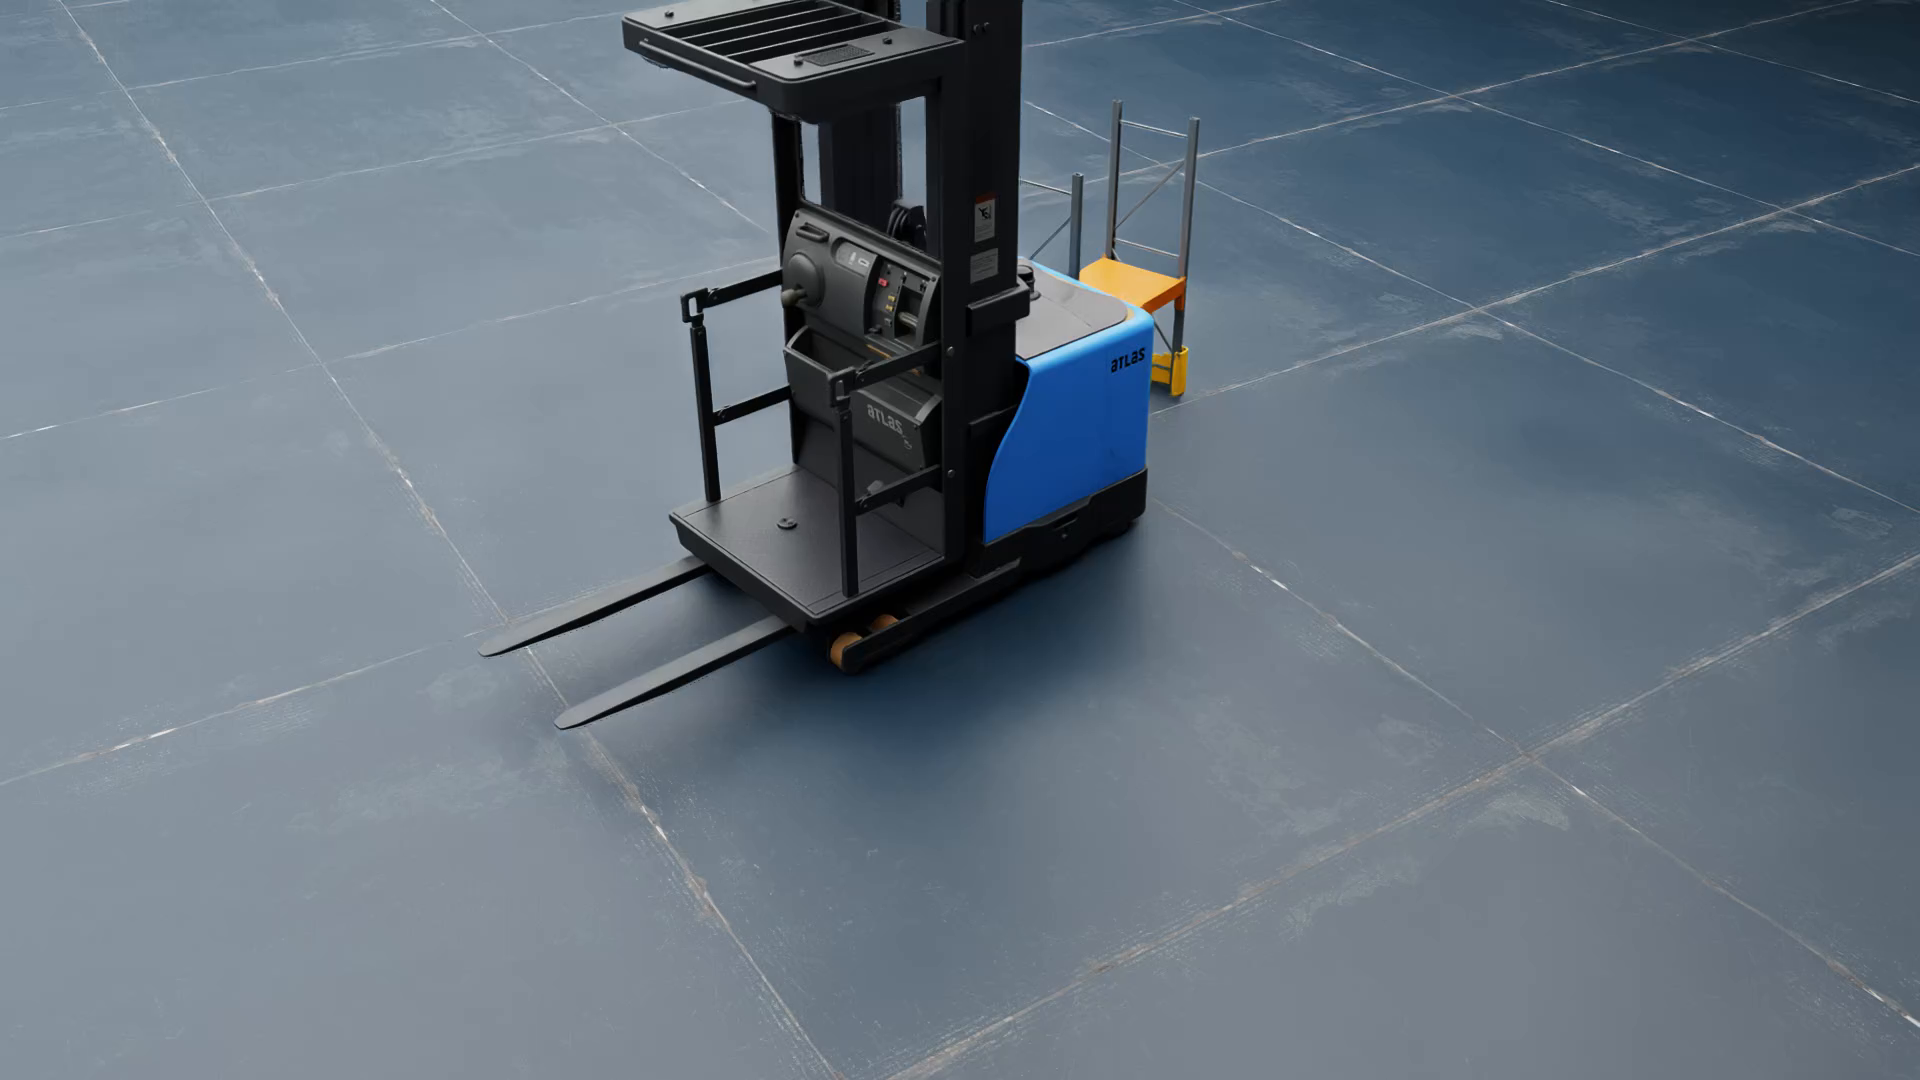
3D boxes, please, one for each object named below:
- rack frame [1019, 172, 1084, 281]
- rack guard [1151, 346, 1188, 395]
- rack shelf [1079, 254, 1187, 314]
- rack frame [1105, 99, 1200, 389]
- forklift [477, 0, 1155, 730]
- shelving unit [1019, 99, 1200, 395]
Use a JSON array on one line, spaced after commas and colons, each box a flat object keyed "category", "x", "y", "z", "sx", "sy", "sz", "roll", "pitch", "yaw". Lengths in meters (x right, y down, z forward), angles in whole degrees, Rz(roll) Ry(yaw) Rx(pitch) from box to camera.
[{"category": "rack frame", "x": 0.358, "y": -1.108, "z": 8.101, "sx": 0.500, "sy": 1.500, "sz": 0.032, "roll": 23, "pitch": 39, "yaw": 31}, {"category": "rack guard", "x": 0.973, "y": -0.999, "z": 9.099, "sx": 0.587, "sy": 0.250, "sz": 0.087, "roll": 23, "pitch": 39, "yaw": 31}, {"category": "rack shelf", "x": 0.672, "y": -1.170, "z": 8.536, "sx": 0.538, "sy": 0.185, "sz": 1.000, "roll": 23, "pitch": 39, "yaw": 31}, {"category": "rack frame", "x": 0.985, "y": -1.535, "z": 8.778, "sx": 0.500, "sy": 1.500, "sz": 0.032, "roll": 23, "pitch": 39, "yaw": 31}, {"category": "forklift", "x": -0.568, "y": -1.008, "z": 6.600, "sx": 3.031, "sy": 2.935, "sz": 1.130, "roll": -25, "pitch": 40, "yaw": -34}, {"category": "shelving unit", "x": 0.666, "y": -1.318, "z": 8.434, "sx": 0.587, "sy": 1.500, "sz": 1.083, "roll": 23, "pitch": 39, "yaw": 31}]
